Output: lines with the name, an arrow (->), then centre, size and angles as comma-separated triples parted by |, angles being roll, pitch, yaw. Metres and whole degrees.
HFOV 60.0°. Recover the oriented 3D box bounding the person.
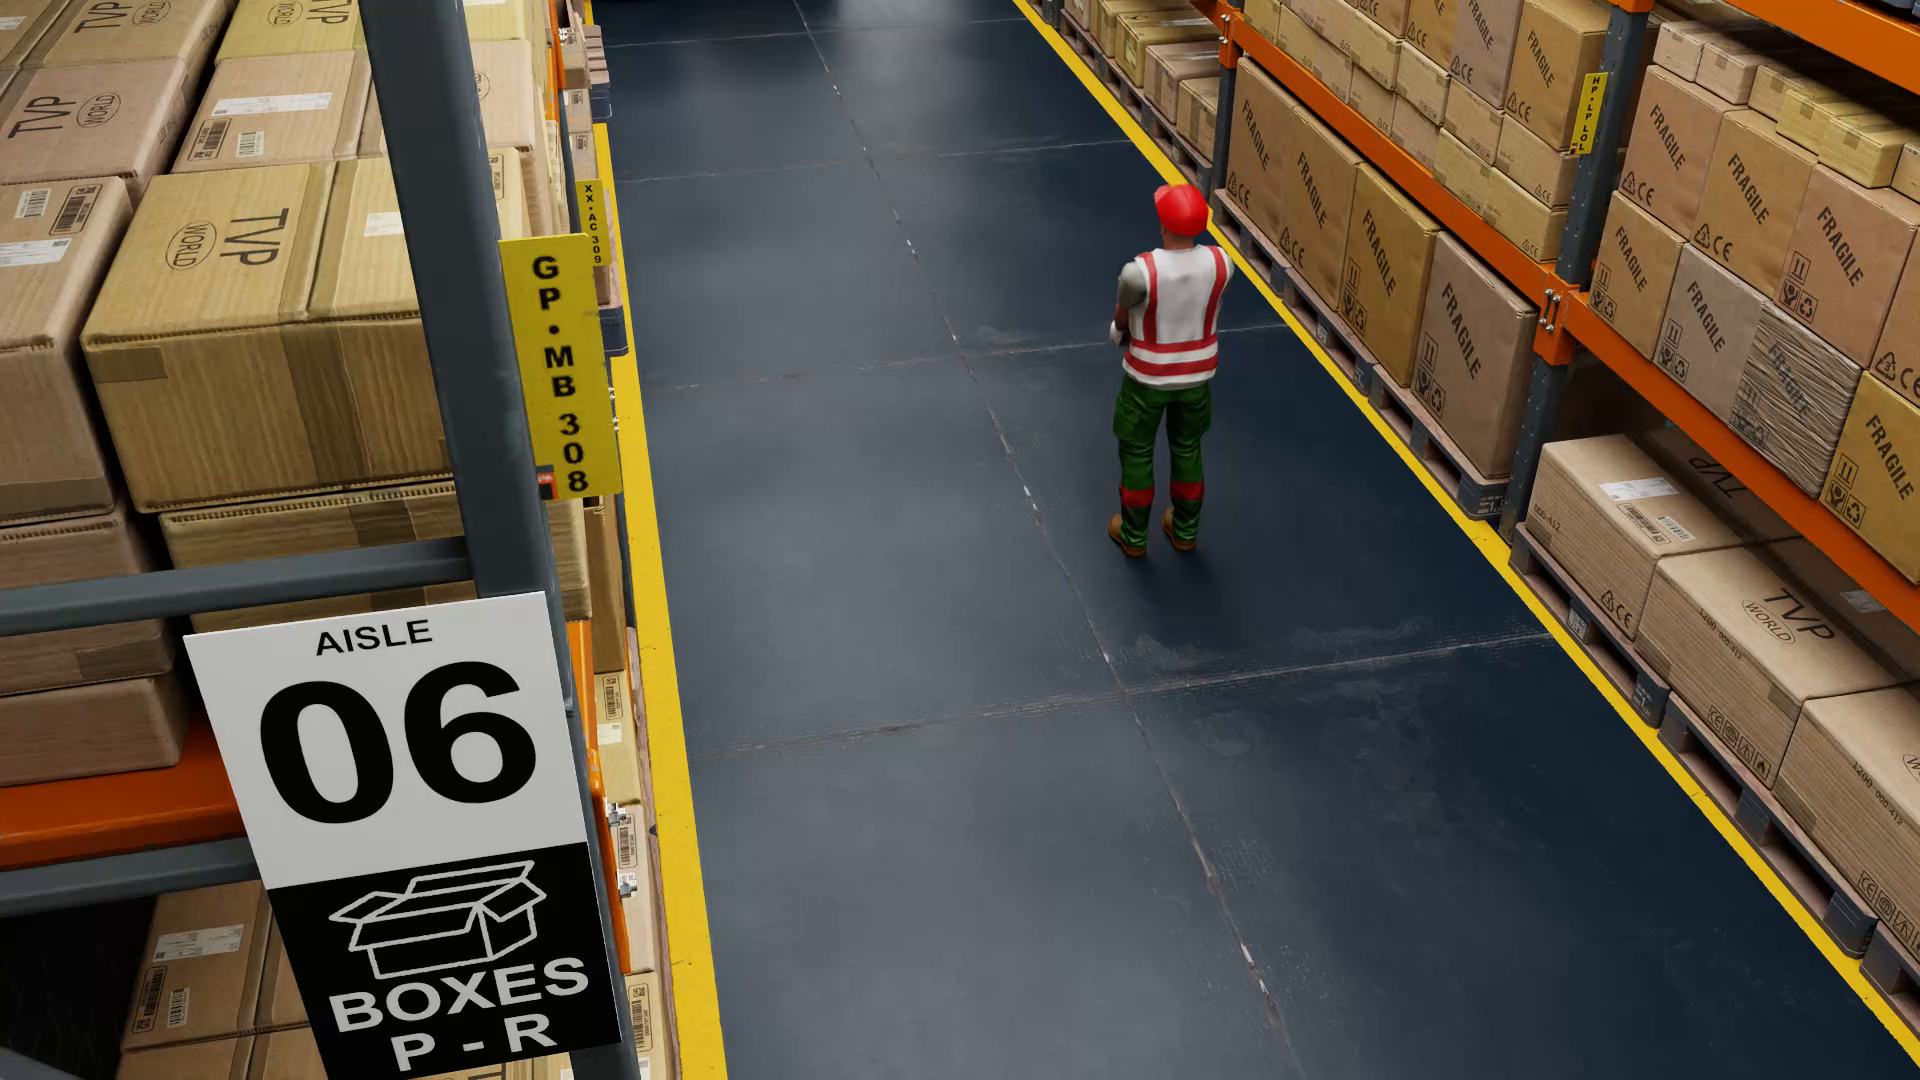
person -> 0.871, -0.771, 7.268 | 0.494, 1.783, 0.563 | -7, 35, -10
